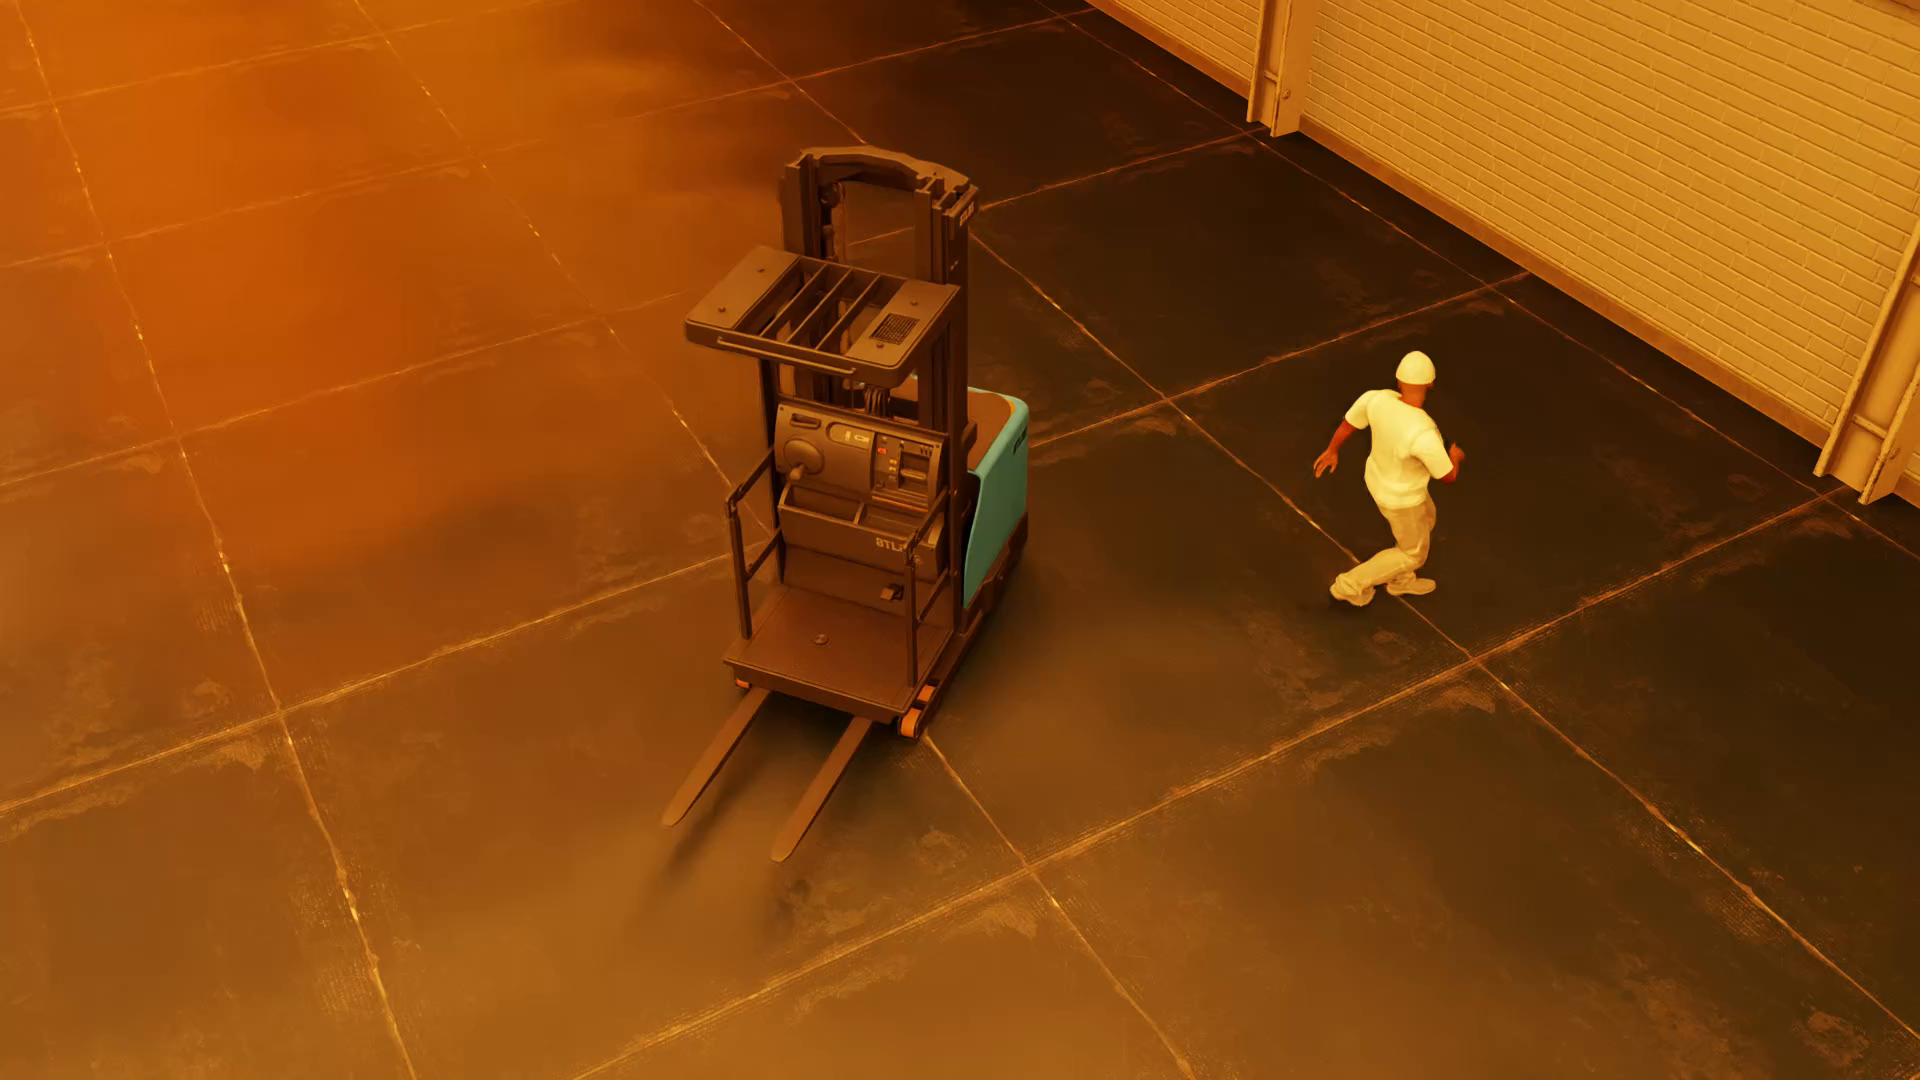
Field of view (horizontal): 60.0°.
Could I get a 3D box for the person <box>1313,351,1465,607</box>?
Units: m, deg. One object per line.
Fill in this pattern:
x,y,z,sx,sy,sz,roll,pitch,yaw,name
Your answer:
2.468,-0.326,9.415,0.790,1.690,0.654,-4,40,-4,person

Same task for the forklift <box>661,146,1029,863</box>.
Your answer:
-0.611,-0.361,8.471,1.130,2.935,3.031,15,42,17,forklift
